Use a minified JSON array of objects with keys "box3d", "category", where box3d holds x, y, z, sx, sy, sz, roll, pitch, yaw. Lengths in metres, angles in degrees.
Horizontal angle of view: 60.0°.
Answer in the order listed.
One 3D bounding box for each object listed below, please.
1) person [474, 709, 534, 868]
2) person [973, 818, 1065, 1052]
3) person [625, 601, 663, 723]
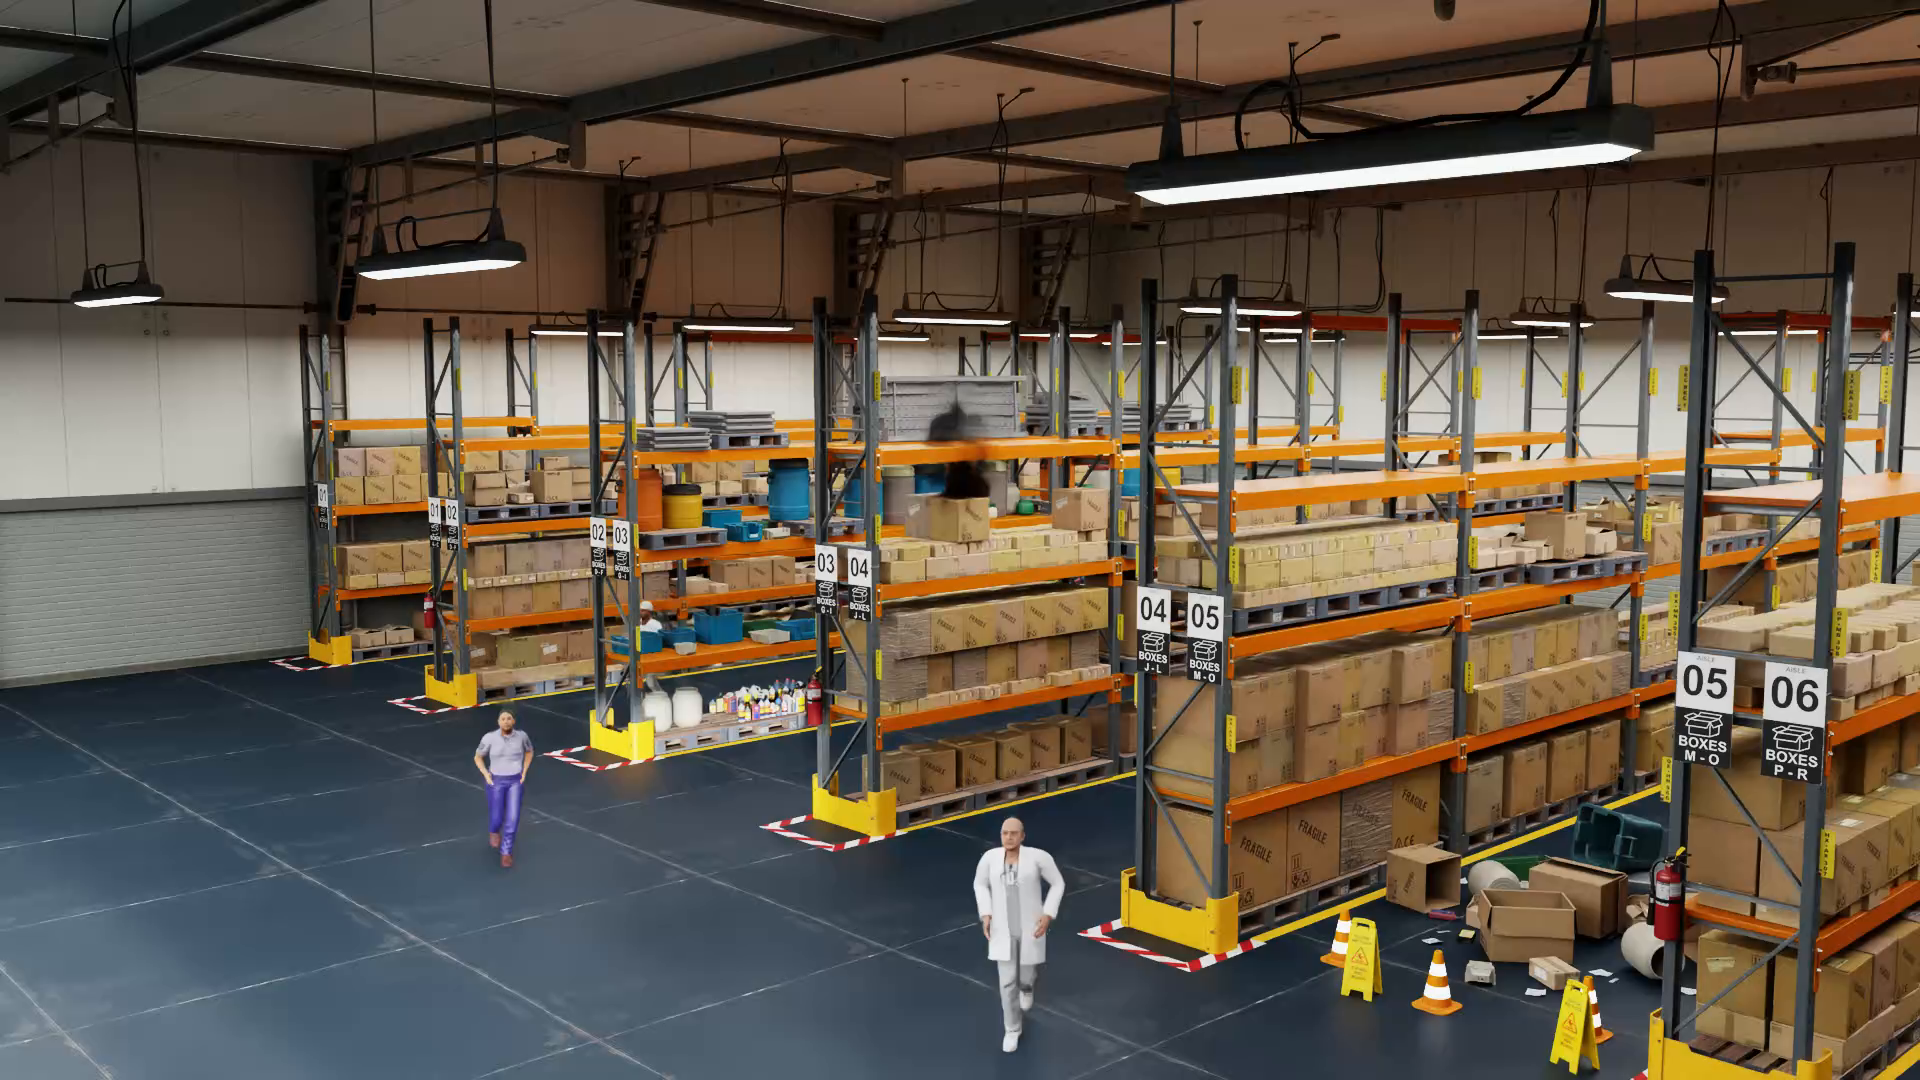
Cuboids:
[{"box3d":[-4.823,2.593,17.657,0.622,1.616,0.773,-2,6,-21],"category":"person"},{"box3d":[0.459,3.003,12.937,0.717,1.776,0.738,1,6,12],"category":"person"},{"box3d":[-4.679,1.803,24.658,0.669,1.823,0.751,3,7,29],"category":"person"}]
